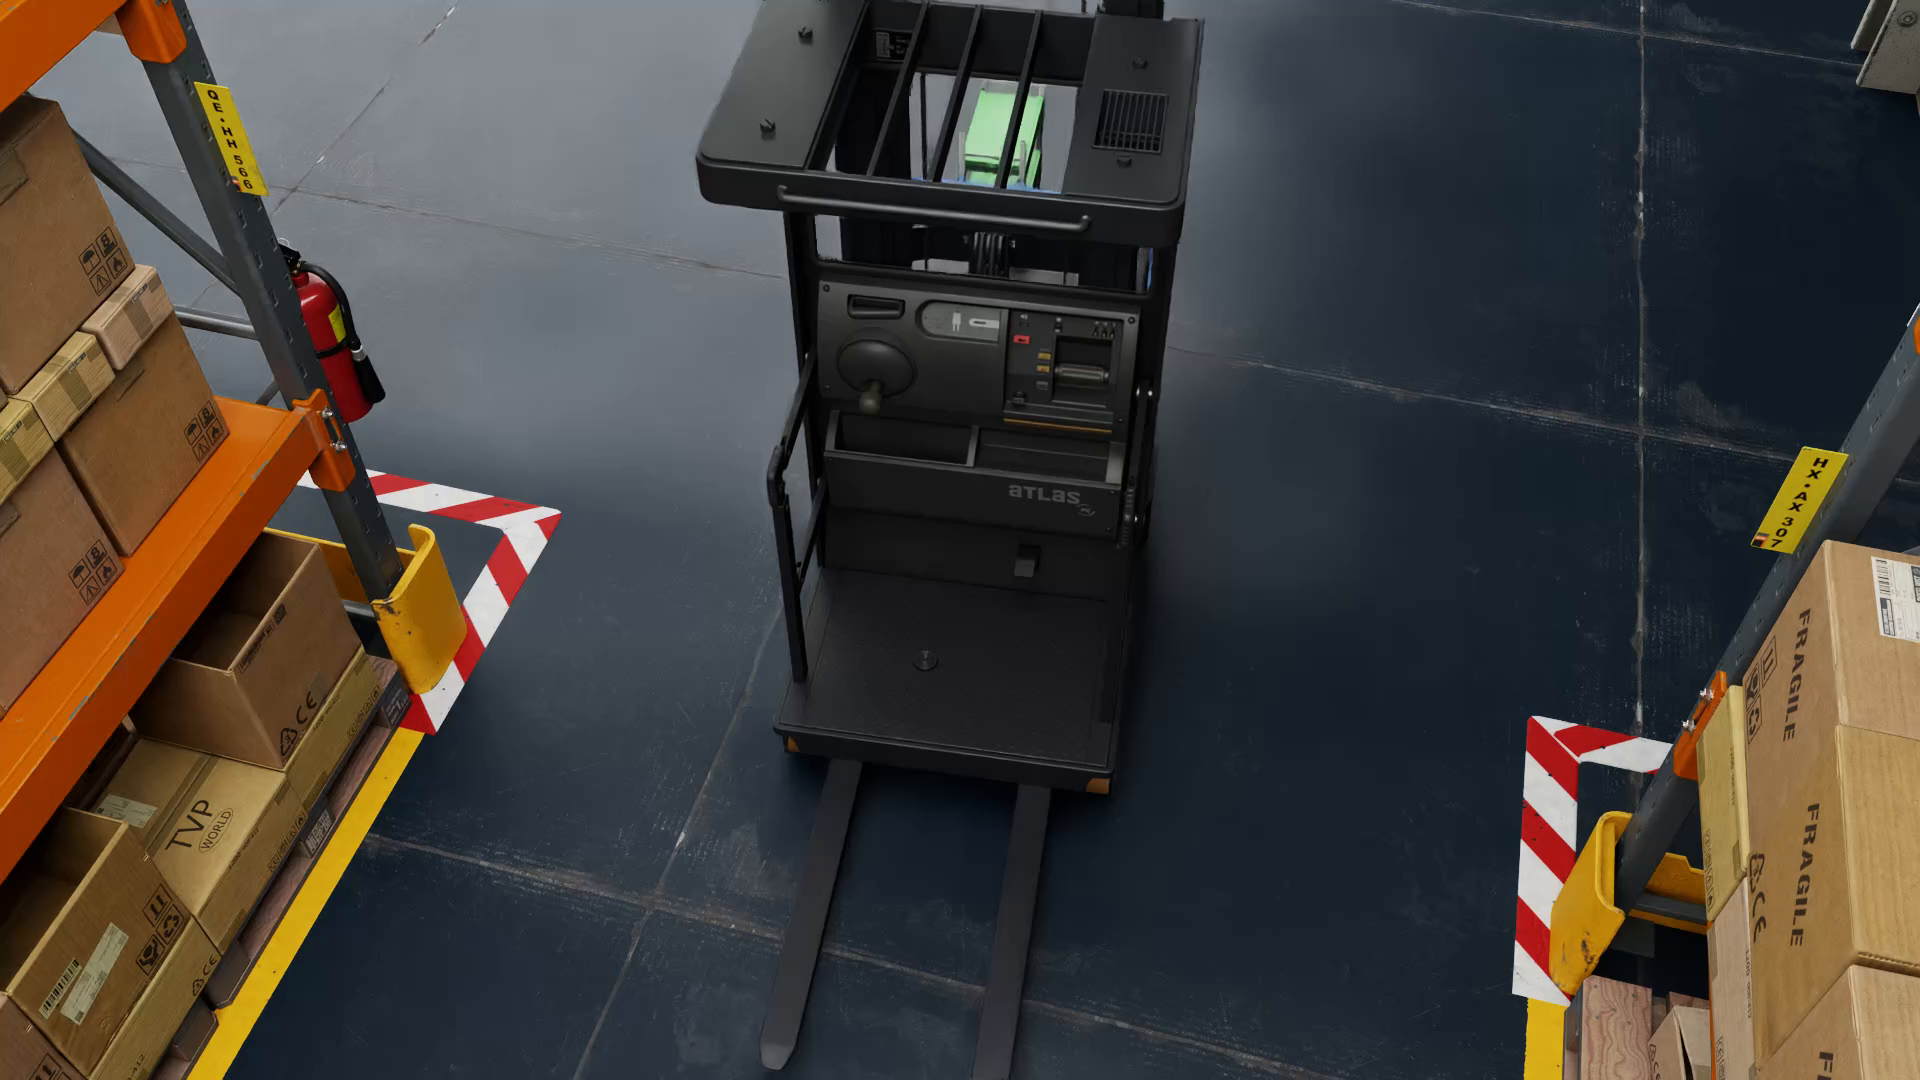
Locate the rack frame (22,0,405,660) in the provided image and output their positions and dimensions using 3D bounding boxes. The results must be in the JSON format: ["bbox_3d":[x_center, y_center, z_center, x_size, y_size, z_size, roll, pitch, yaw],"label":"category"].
[{"bbox_3d":[-2.365,-0.667,4.838,1.000,3.000,0.127,12,50,10],"label":"rack frame"}]

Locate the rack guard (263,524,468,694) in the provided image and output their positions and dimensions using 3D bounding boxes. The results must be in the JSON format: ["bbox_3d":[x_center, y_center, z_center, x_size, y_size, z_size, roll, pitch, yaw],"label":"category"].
[{"bbox_3d":[-2.359,0.143,5.791,1.175,0.500,0.348,12,50,10],"label":"rack guard"}]

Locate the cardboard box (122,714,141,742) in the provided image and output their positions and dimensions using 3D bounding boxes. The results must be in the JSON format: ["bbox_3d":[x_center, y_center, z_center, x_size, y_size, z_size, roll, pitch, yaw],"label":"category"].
[{"bbox_3d":[-2.721,0.448,5.408,0.500,0.250,0.500,12,50,10],"label":"cardboard box"}]

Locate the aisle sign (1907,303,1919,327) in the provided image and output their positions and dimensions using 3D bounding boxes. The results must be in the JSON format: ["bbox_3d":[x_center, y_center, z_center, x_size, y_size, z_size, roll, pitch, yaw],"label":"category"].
[{"bbox_3d":[2.145,-0.664,3.101,0.394,0.787,0.004,12,50,10],"label":"aisle sign"}]

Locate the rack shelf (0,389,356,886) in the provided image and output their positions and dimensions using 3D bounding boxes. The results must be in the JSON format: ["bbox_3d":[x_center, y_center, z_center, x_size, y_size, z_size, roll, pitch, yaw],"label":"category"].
[{"bbox_3d":[-2.891,1.018,3.831,1.077,0.370,4.000,12,50,10],"label":"rack shelf"}]

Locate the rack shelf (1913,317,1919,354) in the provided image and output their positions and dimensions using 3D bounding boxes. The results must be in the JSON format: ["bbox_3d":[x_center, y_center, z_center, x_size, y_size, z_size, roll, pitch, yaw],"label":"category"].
[{"bbox_3d":[1.889,1.000,1.846,1.077,0.370,4.000,12,50,10],"label":"rack shelf"}]

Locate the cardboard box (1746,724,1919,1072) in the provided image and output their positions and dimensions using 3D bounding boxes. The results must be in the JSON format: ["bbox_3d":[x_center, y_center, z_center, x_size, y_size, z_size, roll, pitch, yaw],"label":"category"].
[{"bbox_3d":[1.860,0.744,3.179,0.500,0.500,0.500,12,50,10],"label":"cardboard box"}]

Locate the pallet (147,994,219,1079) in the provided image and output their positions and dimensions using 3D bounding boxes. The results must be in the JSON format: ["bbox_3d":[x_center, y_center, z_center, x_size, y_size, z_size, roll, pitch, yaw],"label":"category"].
[{"bbox_3d":[-2.849,1.697,4.612,1.003,0.211,1.213,12,50,10],"label":"pallet"}]

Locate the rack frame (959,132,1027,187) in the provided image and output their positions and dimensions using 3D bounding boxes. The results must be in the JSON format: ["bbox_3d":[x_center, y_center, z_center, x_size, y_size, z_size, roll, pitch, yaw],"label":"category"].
[{"bbox_3d":[0.116,-1.029,6.346,0.240,1.200,0.015,8,48,7],"label":"rack frame"}]

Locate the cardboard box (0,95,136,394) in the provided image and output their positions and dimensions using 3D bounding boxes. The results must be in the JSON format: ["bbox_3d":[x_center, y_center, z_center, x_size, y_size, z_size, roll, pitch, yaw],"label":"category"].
[{"bbox_3d":[-2.514,-0.756,3.985,0.700,0.500,0.500,12,50,10],"label":"cardboard box"}]

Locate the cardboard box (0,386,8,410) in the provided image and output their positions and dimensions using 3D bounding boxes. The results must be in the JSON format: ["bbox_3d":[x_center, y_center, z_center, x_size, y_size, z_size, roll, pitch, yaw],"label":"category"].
[{"bbox_3d":[-2.647,-0.375,3.648,0.700,0.500,0.500,10,49,9],"label":"cardboard box"}]

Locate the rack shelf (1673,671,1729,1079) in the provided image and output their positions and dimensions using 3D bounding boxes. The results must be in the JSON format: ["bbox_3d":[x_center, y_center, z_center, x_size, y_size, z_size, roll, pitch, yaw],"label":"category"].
[{"bbox_3d":[1.889,1.992,2.971,1.077,0.370,4.000,12,50,10],"label":"rack shelf"}]

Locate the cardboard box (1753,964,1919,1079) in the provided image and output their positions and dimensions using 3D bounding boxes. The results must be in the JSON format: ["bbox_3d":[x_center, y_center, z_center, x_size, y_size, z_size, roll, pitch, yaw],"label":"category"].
[{"bbox_3d":[1.718,1.117,2.850,0.500,0.500,0.500,10,49,9],"label":"cardboard box"}]

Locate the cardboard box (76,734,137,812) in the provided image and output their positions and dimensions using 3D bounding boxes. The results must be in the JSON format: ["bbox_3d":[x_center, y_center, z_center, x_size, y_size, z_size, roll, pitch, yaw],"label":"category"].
[{"bbox_3d":[-2.849,0.810,5.088,0.500,0.250,0.500,12,50,10],"label":"cardboard box"}]

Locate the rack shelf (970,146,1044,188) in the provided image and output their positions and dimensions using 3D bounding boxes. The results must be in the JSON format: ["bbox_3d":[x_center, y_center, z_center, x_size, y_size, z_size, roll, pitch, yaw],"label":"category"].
[{"bbox_3d":[0.159,-1.325,6.378,0.258,0.148,0.480,8,48,7],"label":"rack shelf"}]

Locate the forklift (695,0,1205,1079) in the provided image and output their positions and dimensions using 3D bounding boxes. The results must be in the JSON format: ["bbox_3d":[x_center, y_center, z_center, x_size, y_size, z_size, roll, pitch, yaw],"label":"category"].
[{"bbox_3d":[0.014,-0.429,4.673,1.130,2.935,3.031,7,49,6],"label":"forklift"}]

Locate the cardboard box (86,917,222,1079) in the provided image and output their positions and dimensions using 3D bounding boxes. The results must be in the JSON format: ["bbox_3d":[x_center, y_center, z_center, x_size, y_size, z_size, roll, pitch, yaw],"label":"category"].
[{"bbox_3d":[-2.471,1.276,4.677,0.500,0.250,0.500,12,50,10],"label":"cardboard box"}]

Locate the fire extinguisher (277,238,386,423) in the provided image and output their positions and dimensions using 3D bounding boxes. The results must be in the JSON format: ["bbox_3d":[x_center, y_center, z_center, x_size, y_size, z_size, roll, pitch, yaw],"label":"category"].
[{"bbox_3d":[-1.886,-0.635,4.862,0.296,0.674,0.183,12,50,10],"label":"fire extinguisher"}]

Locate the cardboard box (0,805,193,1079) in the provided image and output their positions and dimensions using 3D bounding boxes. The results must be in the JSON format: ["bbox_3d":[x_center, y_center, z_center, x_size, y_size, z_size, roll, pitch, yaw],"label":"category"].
[{"bbox_3d":[-2.468,1.028,4.395,0.500,0.500,0.500,12,50,10],"label":"cardboard box"}]

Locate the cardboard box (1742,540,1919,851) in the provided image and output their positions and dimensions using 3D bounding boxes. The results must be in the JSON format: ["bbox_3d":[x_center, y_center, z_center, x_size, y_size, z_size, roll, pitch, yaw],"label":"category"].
[{"bbox_3d":[2.000,0.389,3.493,0.500,0.500,0.500,12,50,10],"label":"cardboard box"}]

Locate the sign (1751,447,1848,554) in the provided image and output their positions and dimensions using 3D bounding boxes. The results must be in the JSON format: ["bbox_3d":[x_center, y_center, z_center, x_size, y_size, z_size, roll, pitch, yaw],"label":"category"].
[{"bbox_3d":[1.892,-0.086,3.748,0.100,0.325,0.005,12,50,10],"label":"sign"}]

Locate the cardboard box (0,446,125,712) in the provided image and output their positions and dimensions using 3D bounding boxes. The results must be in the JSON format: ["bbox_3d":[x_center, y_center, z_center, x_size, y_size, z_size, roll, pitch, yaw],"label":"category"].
[{"bbox_3d":[-2.634,0.016,4.169,0.700,0.500,0.500,13,50,11],"label":"cardboard box"}]

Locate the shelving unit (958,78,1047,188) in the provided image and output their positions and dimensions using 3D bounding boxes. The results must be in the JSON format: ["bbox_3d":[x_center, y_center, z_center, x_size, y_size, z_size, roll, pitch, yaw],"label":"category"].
[{"bbox_3d":[0.159,-1.206,6.508,0.258,1.200,0.503,8,48,7],"label":"shelving unit"}]

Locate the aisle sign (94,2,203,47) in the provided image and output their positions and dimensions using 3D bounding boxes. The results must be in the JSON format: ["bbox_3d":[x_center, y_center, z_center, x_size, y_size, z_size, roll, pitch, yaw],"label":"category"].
[{"bbox_3d":[-2.064,-1.517,3.854,0.394,0.787,0.004,12,50,10],"label":"aisle sign"}]

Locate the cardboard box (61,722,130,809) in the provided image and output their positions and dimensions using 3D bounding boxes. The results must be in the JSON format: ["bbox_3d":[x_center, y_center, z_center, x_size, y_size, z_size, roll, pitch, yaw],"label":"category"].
[{"bbox_3d":[-2.850,0.562,4.807,0.500,0.500,0.500,12,50,10],"label":"cardboard box"}]

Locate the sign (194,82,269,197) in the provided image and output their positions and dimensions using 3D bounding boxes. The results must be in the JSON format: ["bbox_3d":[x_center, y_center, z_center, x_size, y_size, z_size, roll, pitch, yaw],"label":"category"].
[{"bbox_3d":[-1.845,-1.012,4.212,0.100,0.325,0.005,12,50,10],"label":"sign"}]

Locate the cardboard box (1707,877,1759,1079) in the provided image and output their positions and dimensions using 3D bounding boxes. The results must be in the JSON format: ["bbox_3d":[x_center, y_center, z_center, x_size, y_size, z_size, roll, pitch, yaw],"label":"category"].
[{"bbox_3d":[1.857,1.019,3.436,0.500,0.250,0.500,10,49,9],"label":"cardboard box"}]

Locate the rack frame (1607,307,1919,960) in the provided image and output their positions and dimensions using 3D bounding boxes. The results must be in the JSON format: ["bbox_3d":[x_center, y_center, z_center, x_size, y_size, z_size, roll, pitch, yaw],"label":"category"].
[{"bbox_3d":[2.415,0.308,3.978,1.000,3.000,0.127,12,50,10],"label":"rack frame"}]

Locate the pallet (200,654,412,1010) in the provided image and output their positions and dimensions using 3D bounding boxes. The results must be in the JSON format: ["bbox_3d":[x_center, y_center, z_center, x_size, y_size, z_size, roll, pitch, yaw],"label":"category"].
[{"bbox_3d":[-2.526,0.817,5.388,1.003,0.211,1.213,12,50,10],"label":"pallet"}]

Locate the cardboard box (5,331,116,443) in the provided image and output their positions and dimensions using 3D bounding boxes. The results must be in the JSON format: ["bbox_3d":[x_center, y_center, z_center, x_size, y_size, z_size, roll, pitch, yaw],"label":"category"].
[{"bbox_3d":[-2.349,-0.411,4.113,0.380,0.149,0.250,13,50,11],"label":"cardboard box"}]

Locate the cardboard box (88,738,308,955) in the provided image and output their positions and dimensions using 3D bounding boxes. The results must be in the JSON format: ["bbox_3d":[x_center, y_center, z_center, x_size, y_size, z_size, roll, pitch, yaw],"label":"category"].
[{"bbox_3d":[-2.341,0.914,4.997,0.500,0.250,0.500,12,50,10],"label":"cardboard box"}]

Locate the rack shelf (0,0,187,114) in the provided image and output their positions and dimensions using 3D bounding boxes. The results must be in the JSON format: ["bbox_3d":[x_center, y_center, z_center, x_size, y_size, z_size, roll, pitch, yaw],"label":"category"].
[{"bbox_3d":[-2.891,0.025,2.706,1.077,0.370,4.000,12,50,10],"label":"rack shelf"}]

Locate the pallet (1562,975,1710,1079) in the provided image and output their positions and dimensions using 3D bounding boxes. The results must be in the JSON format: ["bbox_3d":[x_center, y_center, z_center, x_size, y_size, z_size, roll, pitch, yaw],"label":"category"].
[{"bbox_3d":[2.147,1.866,4.462,1.003,0.211,1.213,12,50,10],"label":"pallet"}]

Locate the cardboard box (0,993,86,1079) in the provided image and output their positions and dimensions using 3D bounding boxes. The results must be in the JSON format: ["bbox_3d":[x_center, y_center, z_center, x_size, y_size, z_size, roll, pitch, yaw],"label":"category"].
[{"bbox_3d":[-2.601,1.390,4.076,0.500,0.500,0.500,12,50,10],"label":"cardboard box"}]

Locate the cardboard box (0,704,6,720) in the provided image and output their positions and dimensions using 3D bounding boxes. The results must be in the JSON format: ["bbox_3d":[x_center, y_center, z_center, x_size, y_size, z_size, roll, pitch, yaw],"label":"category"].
[{"bbox_3d":[-2.770,0.374,3.853,0.700,0.500,0.500,12,50,10],"label":"cardboard box"}]

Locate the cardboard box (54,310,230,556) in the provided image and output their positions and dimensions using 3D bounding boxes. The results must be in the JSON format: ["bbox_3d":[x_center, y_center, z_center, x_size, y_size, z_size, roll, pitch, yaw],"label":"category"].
[{"bbox_3d":[-2.500,-0.365,4.505,0.700,0.500,0.500,12,50,10],"label":"cardboard box"}]

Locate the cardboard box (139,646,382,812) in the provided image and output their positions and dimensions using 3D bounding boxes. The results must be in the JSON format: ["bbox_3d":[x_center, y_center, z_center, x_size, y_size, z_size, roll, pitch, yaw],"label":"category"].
[{"bbox_3d":[-2.221,0.550,5.318,0.500,0.250,0.500,12,50,10],"label":"cardboard box"}]

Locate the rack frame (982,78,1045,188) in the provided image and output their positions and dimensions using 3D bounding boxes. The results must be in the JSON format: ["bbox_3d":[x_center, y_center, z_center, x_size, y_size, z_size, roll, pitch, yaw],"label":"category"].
[{"bbox_3d":[0.201,-1.383,6.670,0.240,1.200,0.015,8,48,7],"label":"rack frame"}]

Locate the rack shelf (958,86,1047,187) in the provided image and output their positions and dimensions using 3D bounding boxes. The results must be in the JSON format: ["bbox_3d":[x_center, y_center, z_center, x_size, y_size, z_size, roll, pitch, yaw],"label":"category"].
[{"bbox_3d":[0.160,-1.486,6.201,0.258,0.148,0.480,8,48,7],"label":"rack shelf"}]

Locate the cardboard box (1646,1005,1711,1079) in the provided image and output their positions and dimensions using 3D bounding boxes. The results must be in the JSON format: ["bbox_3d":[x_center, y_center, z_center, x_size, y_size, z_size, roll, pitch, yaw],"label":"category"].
[{"bbox_3d":[2.146,1.535,4.395,0.500,0.311,0.500,7,49,6],"label":"cardboard box"}]

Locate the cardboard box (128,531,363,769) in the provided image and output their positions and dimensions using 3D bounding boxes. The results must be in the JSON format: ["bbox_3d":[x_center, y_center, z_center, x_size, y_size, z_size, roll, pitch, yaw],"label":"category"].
[{"bbox_3d":[-2.219,0.302,5.036,0.500,0.500,0.500,12,50,10],"label":"cardboard box"}]

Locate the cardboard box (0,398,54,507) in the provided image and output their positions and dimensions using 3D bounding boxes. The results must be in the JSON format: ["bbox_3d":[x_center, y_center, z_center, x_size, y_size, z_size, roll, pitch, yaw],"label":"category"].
[{"bbox_3d":[-2.416,-0.226,3.950,0.380,0.149,0.250,11,49,9],"label":"cardboard box"}]

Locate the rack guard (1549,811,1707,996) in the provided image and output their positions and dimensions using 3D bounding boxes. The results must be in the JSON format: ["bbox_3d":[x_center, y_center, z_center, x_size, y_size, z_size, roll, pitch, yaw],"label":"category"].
[{"bbox_3d":[2.395,1.190,4.866,1.175,0.500,0.348,12,50,10],"label":"rack guard"}]

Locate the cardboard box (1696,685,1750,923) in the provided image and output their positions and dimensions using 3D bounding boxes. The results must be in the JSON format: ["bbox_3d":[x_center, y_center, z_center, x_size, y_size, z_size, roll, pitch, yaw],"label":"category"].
[{"bbox_3d":[1.980,0.641,3.770,0.500,0.250,0.500,10,49,9],"label":"cardboard box"}]

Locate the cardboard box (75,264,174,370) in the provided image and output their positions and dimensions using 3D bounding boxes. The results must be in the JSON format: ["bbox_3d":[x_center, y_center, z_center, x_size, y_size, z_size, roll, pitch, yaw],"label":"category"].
[{"bbox_3d":[-2.282,-0.601,4.280,0.380,0.149,0.250,11,49,9],"label":"cardboard box"}]
